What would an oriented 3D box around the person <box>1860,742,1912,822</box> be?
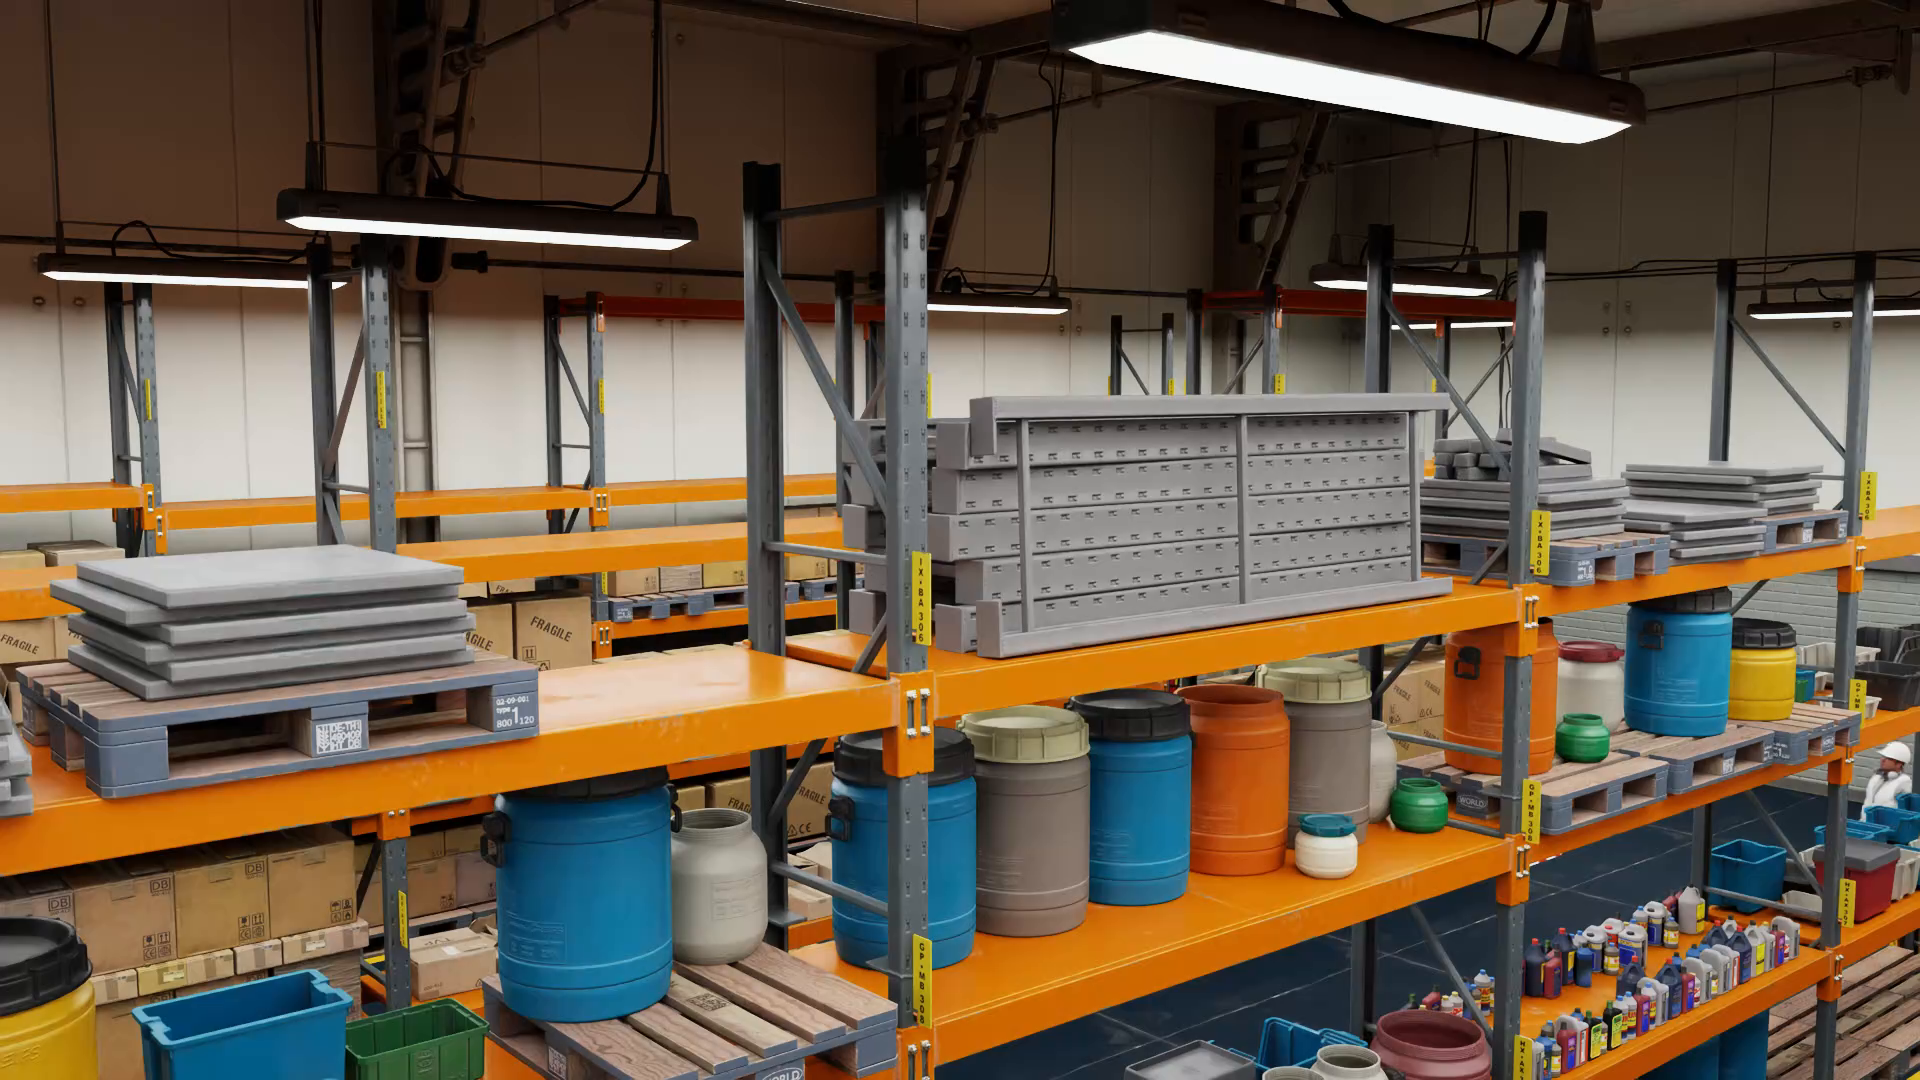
[{"bbox_3d":[8.751,2.772,15.679,0.577,1.766,0.543,-2,6,-22],"label":"person"}]
